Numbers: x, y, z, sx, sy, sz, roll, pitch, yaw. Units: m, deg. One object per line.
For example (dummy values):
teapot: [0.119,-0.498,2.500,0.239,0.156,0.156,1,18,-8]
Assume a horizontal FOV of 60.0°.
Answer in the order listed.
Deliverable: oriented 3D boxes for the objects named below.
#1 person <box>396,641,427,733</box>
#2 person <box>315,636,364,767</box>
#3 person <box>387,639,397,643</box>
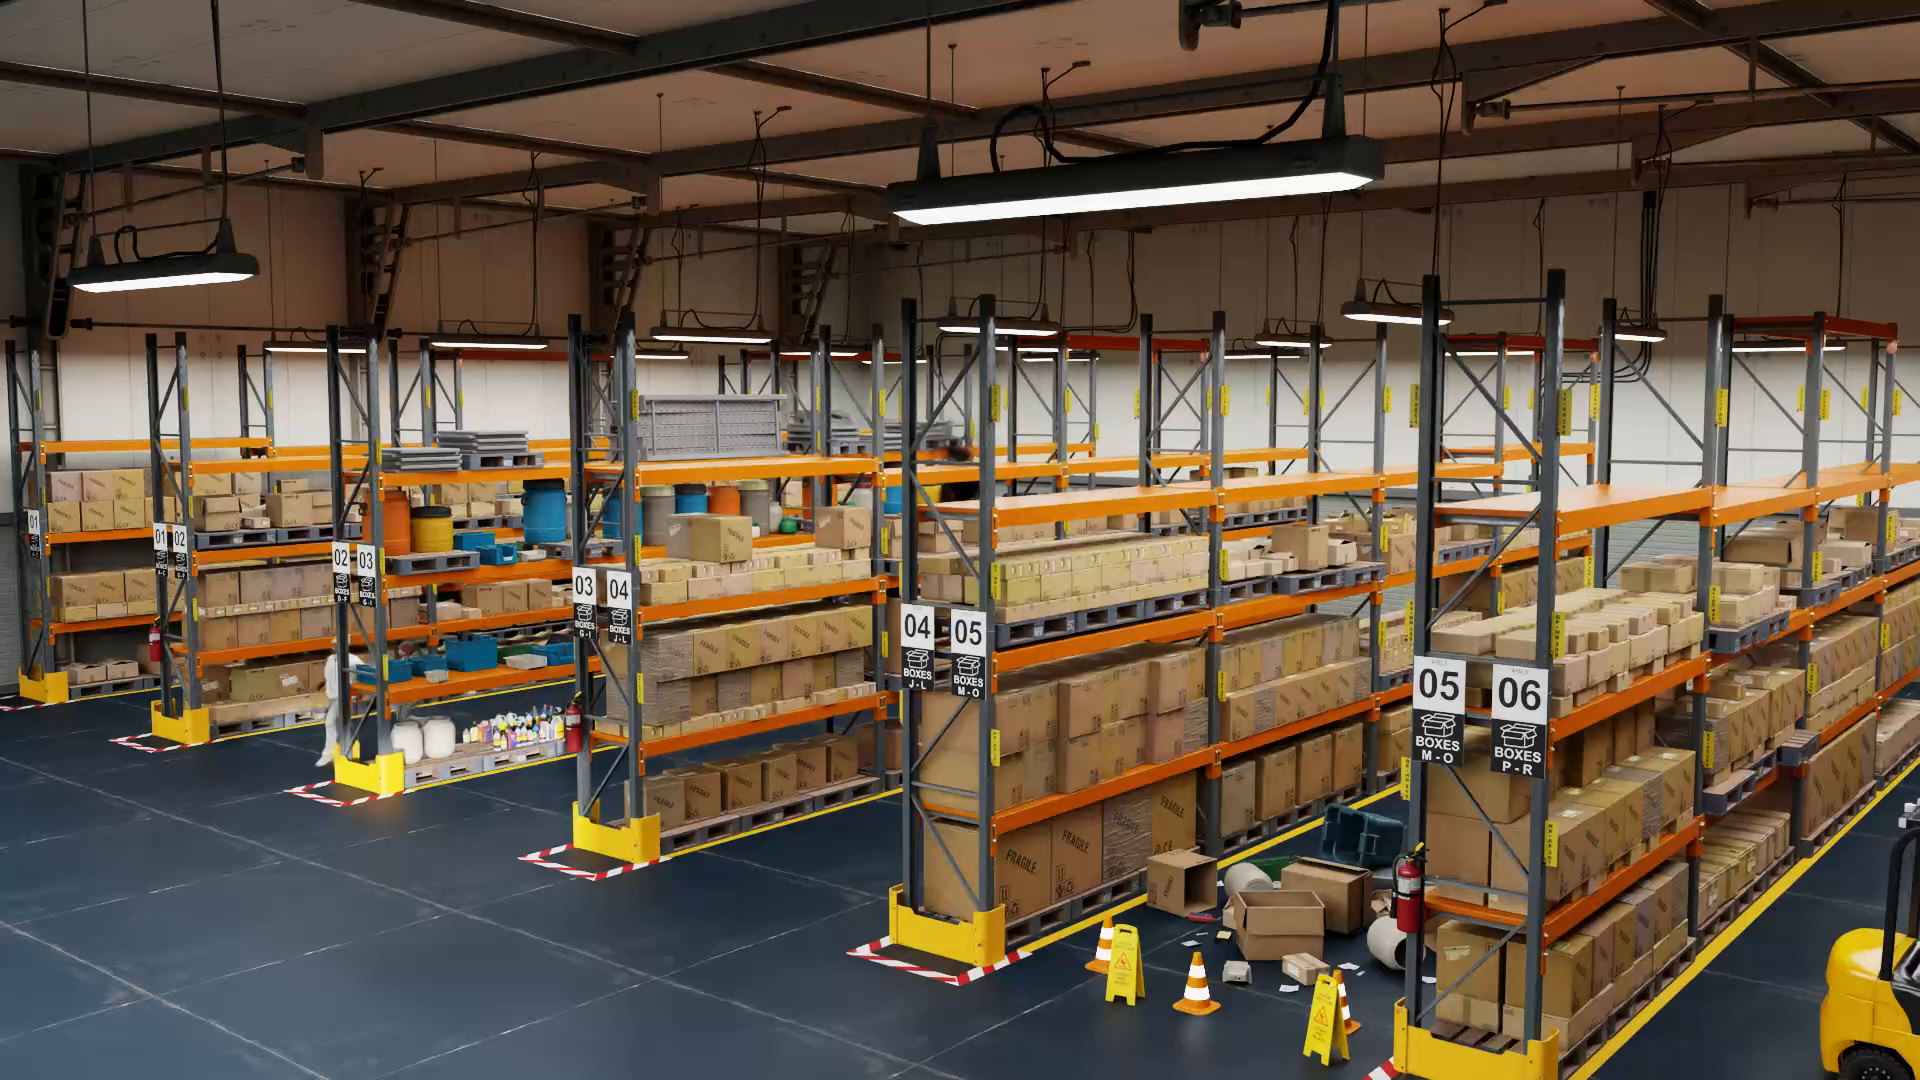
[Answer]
person: [-7.923,2.237,24.032,0.536,1.568,0.506,4,7,40]
person: [-8.615,2.204,23.131,0.743,1.808,0.818,3,6,34]
person: [-10.073,1.614,29.535,0.607,1.792,0.992,3,6,28]
